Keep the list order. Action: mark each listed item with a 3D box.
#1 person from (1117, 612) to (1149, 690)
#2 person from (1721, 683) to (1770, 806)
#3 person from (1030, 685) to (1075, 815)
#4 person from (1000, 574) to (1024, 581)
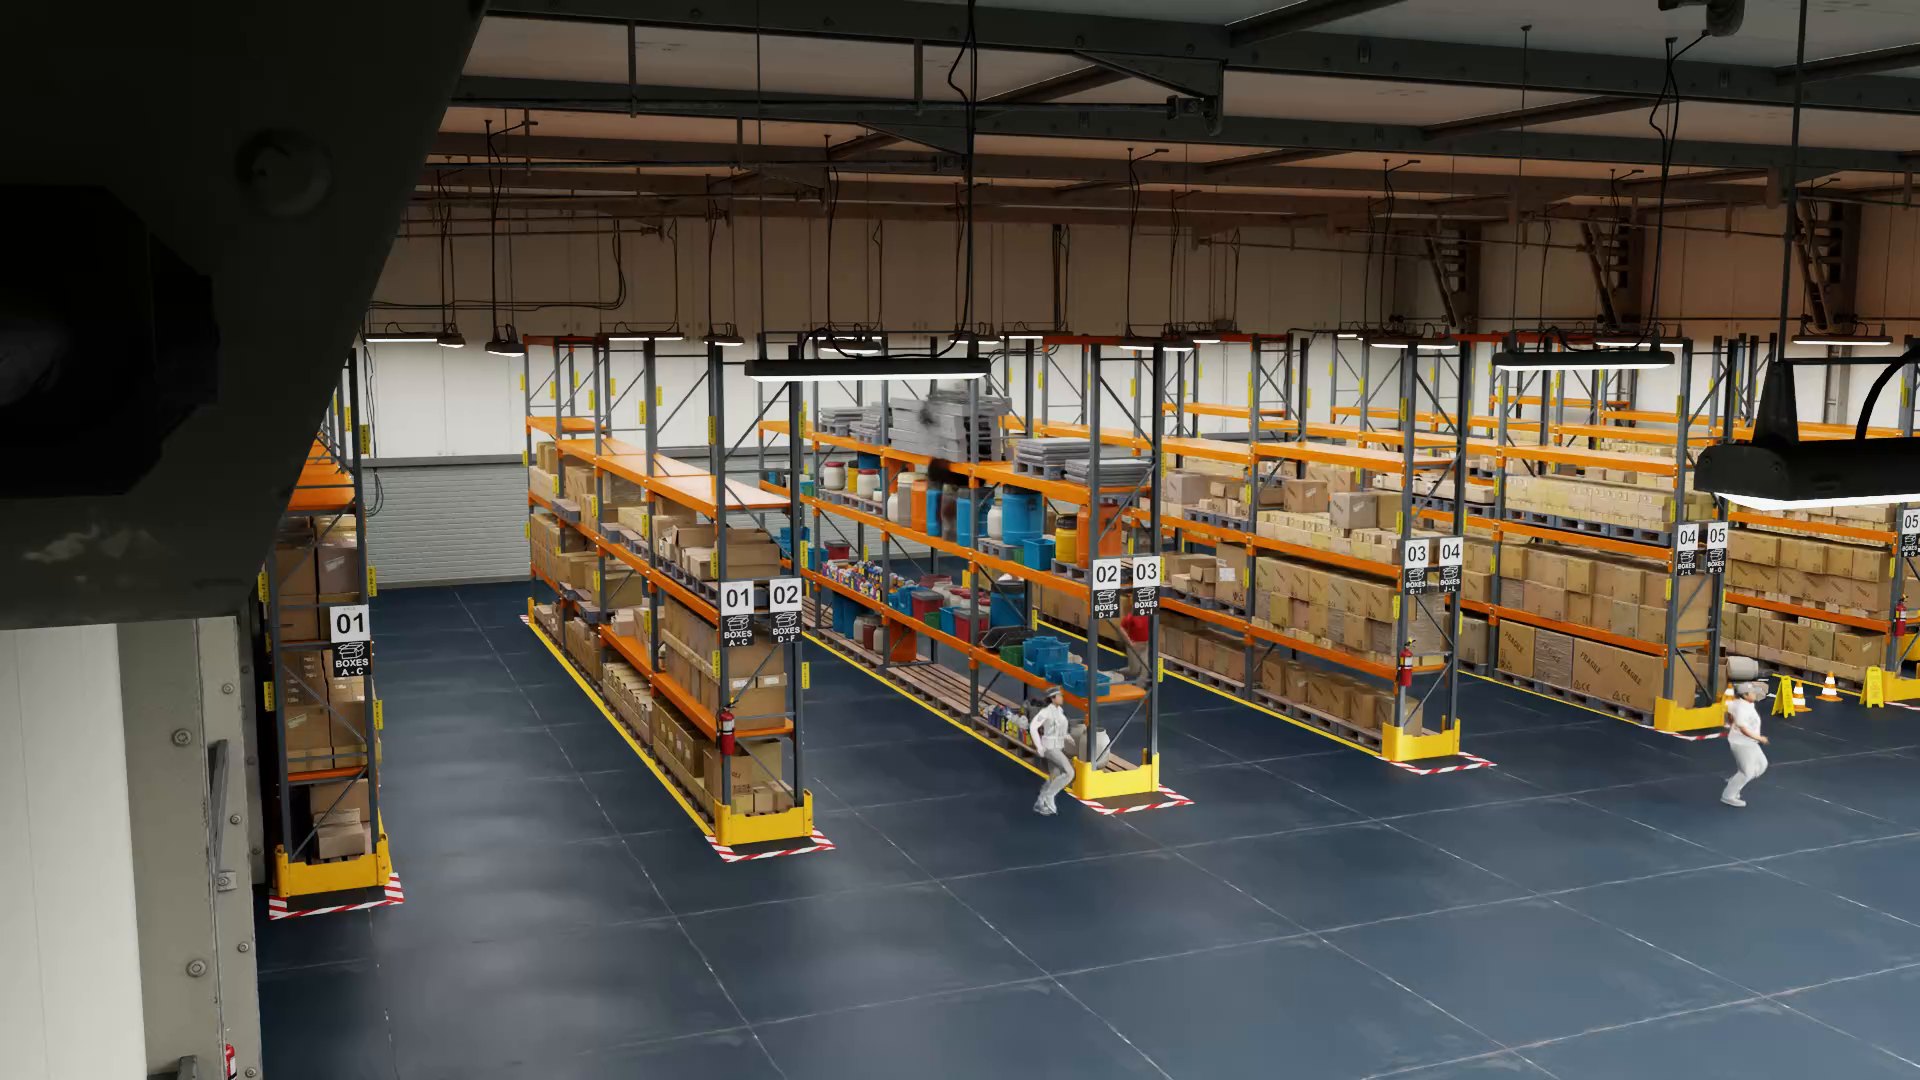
[{"bbox_3d":[2.965,1.805,27.900,0.687,1.707,0.765,-5,9,-34],"label":"person"},{"bbox_3d":[10.258,2.655,21.686,0.537,1.629,0.617,3,8,21],"label":"person"},{"bbox_3d":[1.245,2.682,21.340,0.559,1.644,0.604,4,8,25],"label":"person"},{"bbox_3d":[1.038,1.252,31.699,0.710,1.800,0.894,-3,8,-22],"label":"person"}]
